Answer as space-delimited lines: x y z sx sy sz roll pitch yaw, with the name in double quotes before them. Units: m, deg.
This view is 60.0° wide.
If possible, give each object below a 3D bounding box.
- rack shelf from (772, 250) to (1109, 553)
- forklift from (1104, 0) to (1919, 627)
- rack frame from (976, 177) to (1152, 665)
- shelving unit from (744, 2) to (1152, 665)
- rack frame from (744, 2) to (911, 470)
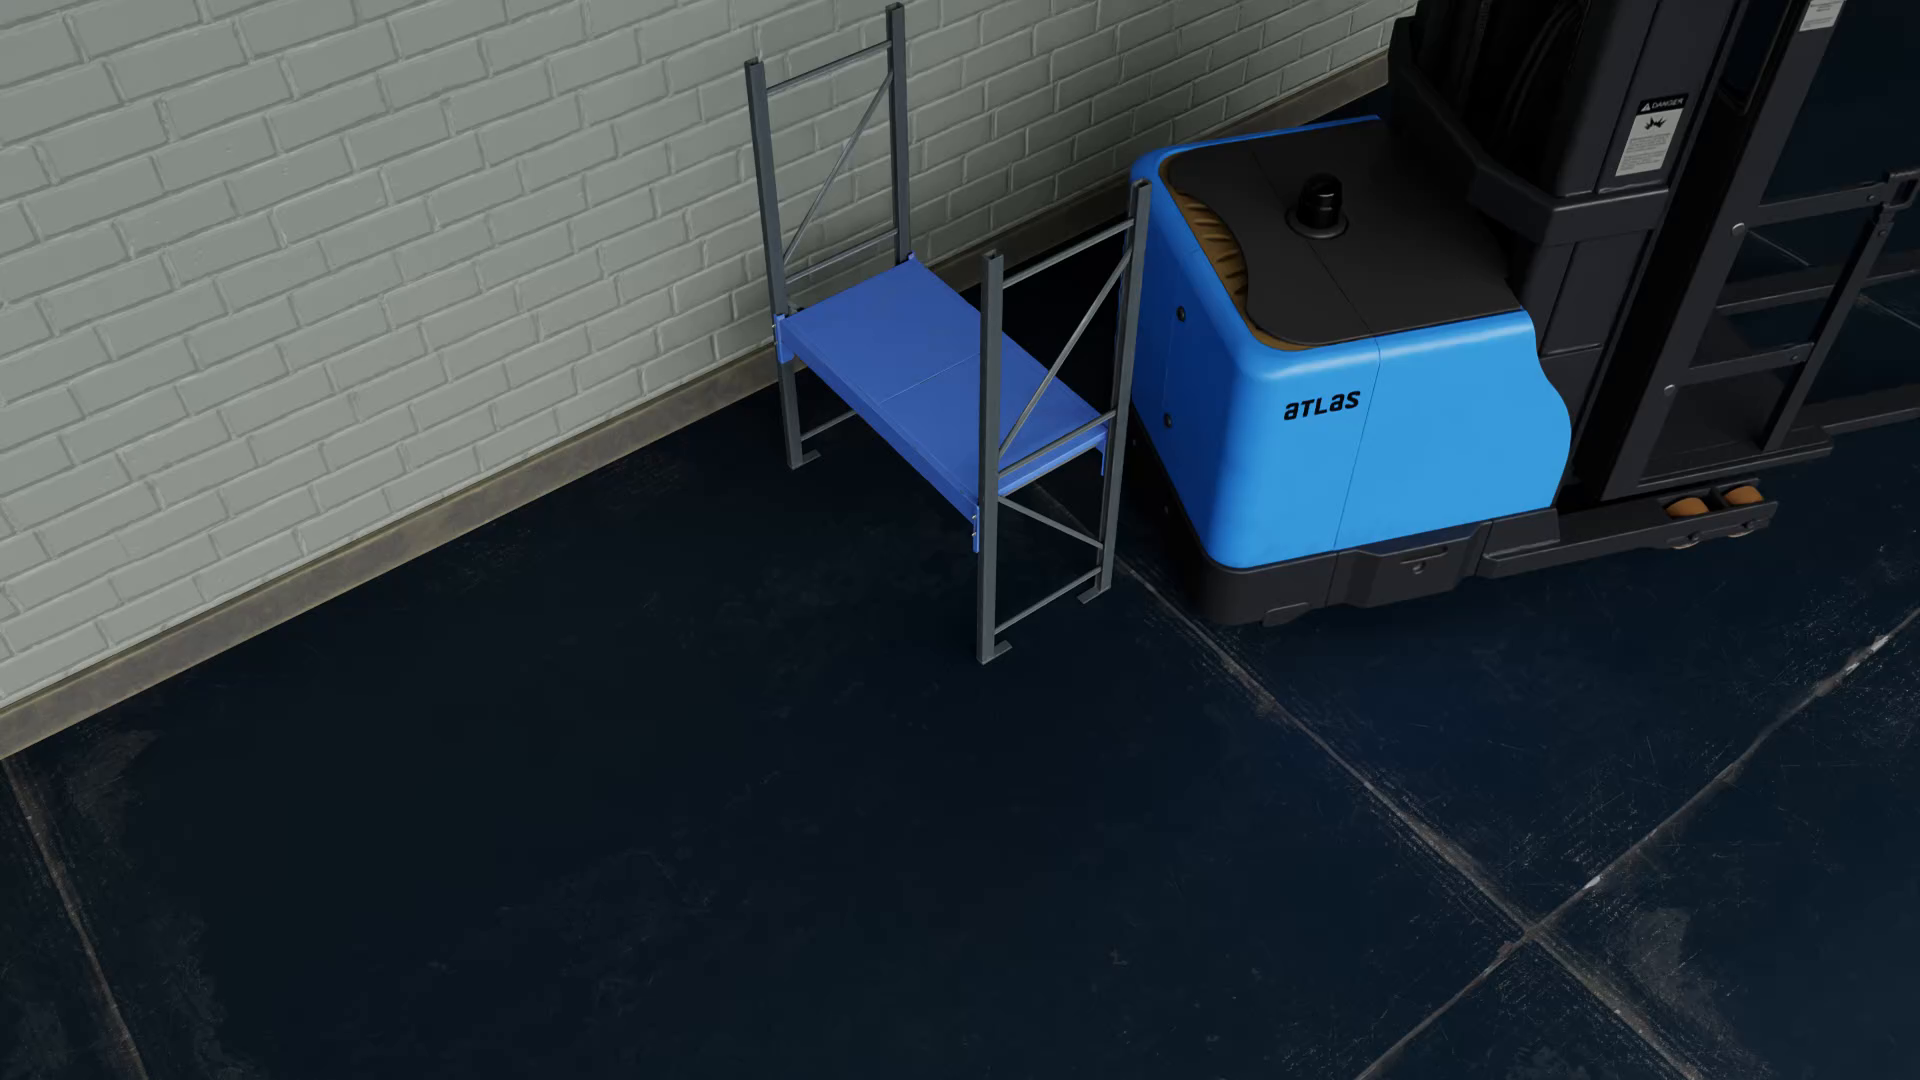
"rack shelf" -0.052 -0.433 4.873 0.538 0.185 1.000 -29 54 -24
"forklift" 2.054 -1.326 4.474 3.031 2.935 1.130 -11 49 -10
"rack frame" 0.256 -0.254 4.468 0.500 1.500 0.032 -29 54 -24
"shelving unit" -0.052 -0.554 4.740 0.538 1.500 1.048 -29 54 -24
"rack frame" -0.359 -0.854 5.012 0.500 1.500 0.032 -29 54 -24
